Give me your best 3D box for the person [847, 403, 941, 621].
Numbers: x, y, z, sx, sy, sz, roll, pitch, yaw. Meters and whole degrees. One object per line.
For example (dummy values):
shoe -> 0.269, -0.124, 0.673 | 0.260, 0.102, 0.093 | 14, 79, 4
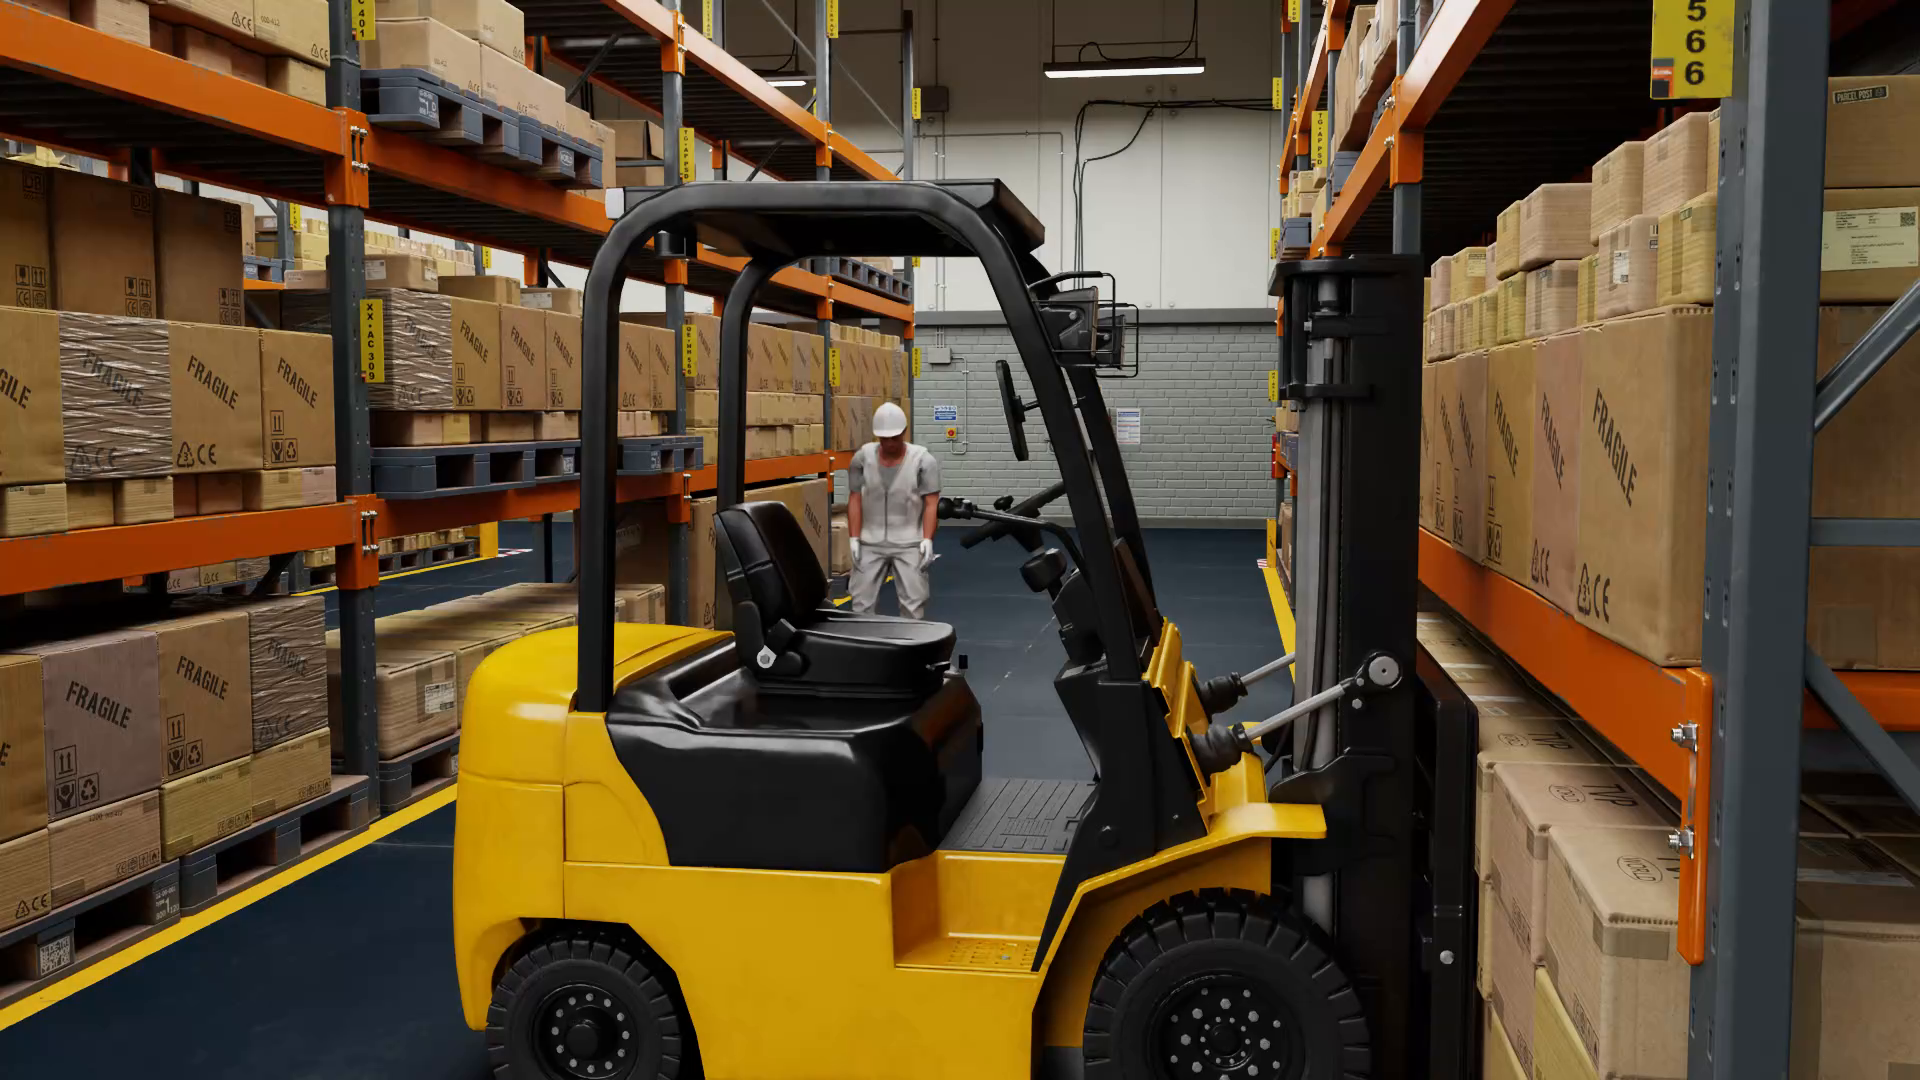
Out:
person -> -0.388, 0.058, 9.691 | 0.551, 1.712, 0.496 | 1, 4, 10
